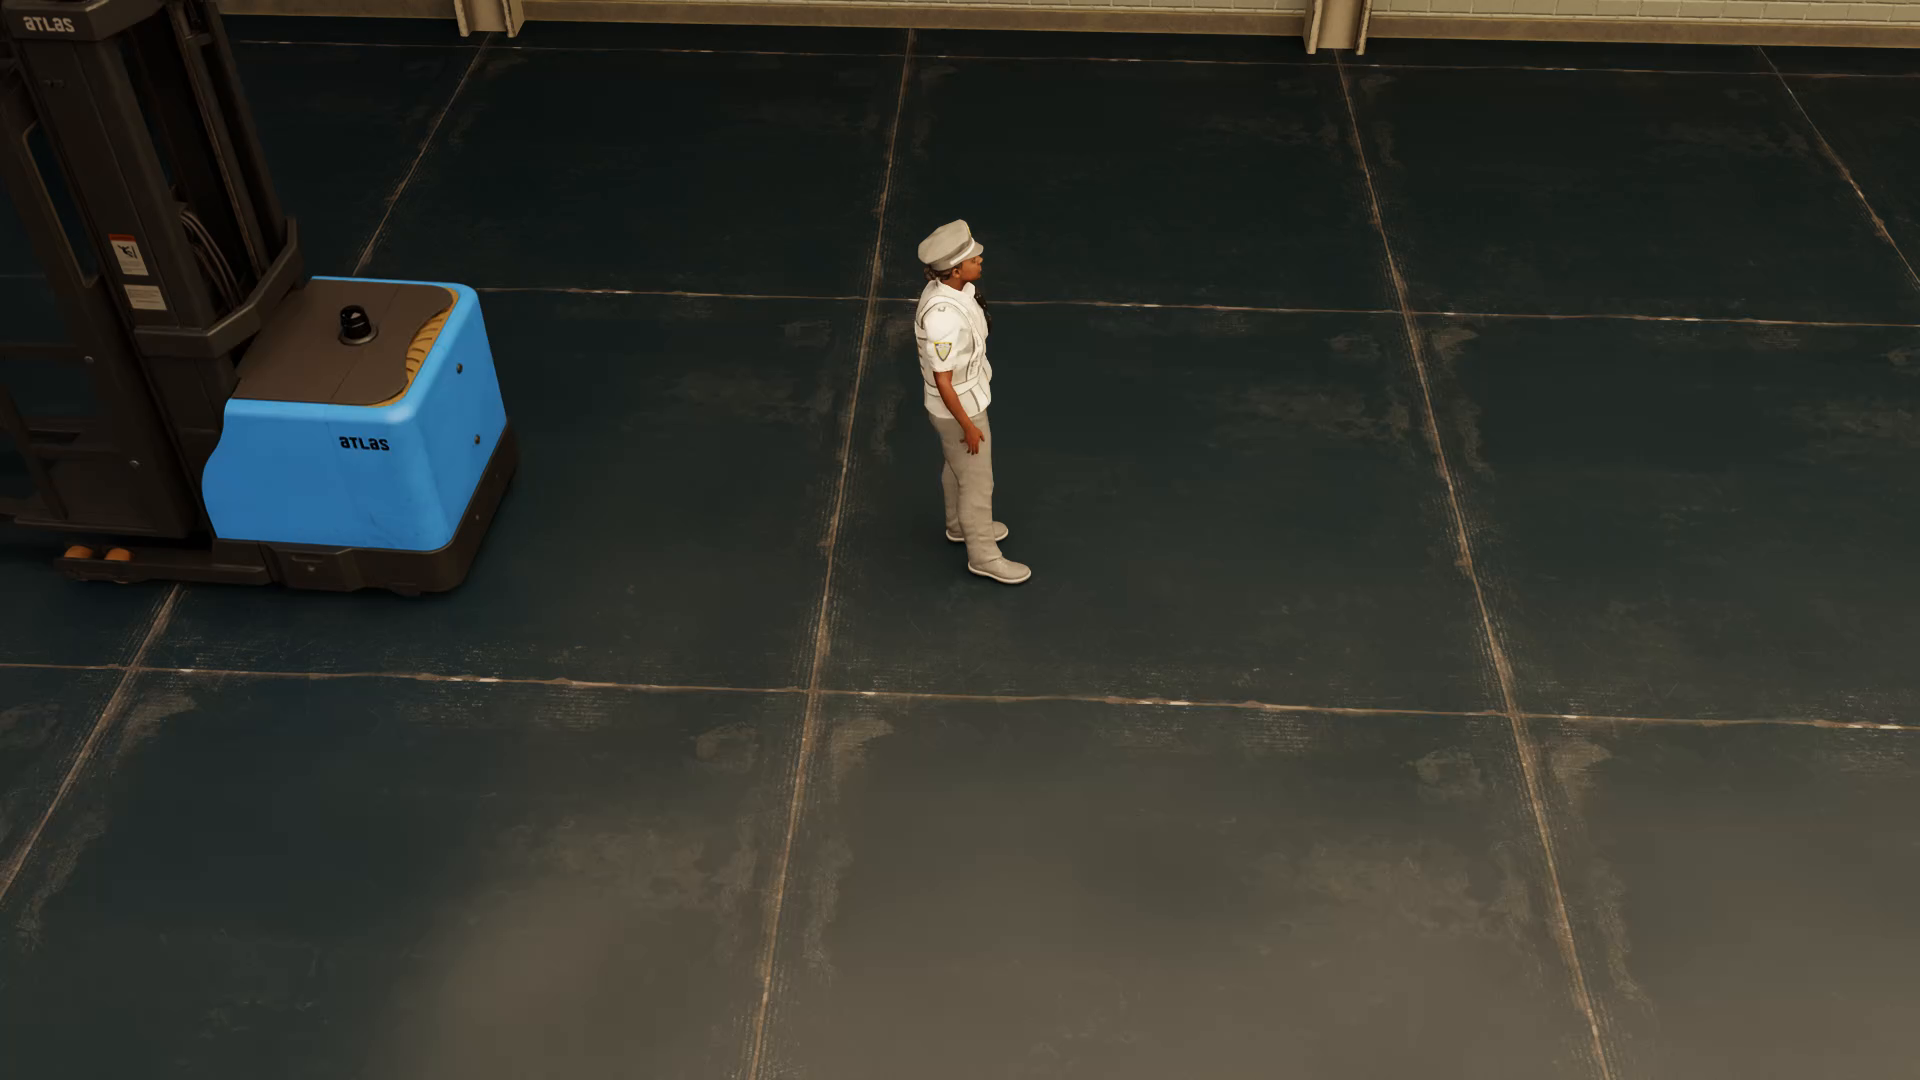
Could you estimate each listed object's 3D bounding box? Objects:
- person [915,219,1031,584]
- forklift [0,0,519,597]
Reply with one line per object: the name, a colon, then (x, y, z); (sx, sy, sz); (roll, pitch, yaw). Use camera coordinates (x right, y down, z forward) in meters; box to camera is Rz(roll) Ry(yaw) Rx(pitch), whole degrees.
person: (0.074, -0.615, 7.323); (0.530, 1.695, 0.569); (2, 42, 2)
forklift: (-3.737, -1.232, 7.092); (3.031, 2.935, 1.130); (4, 43, 4)
